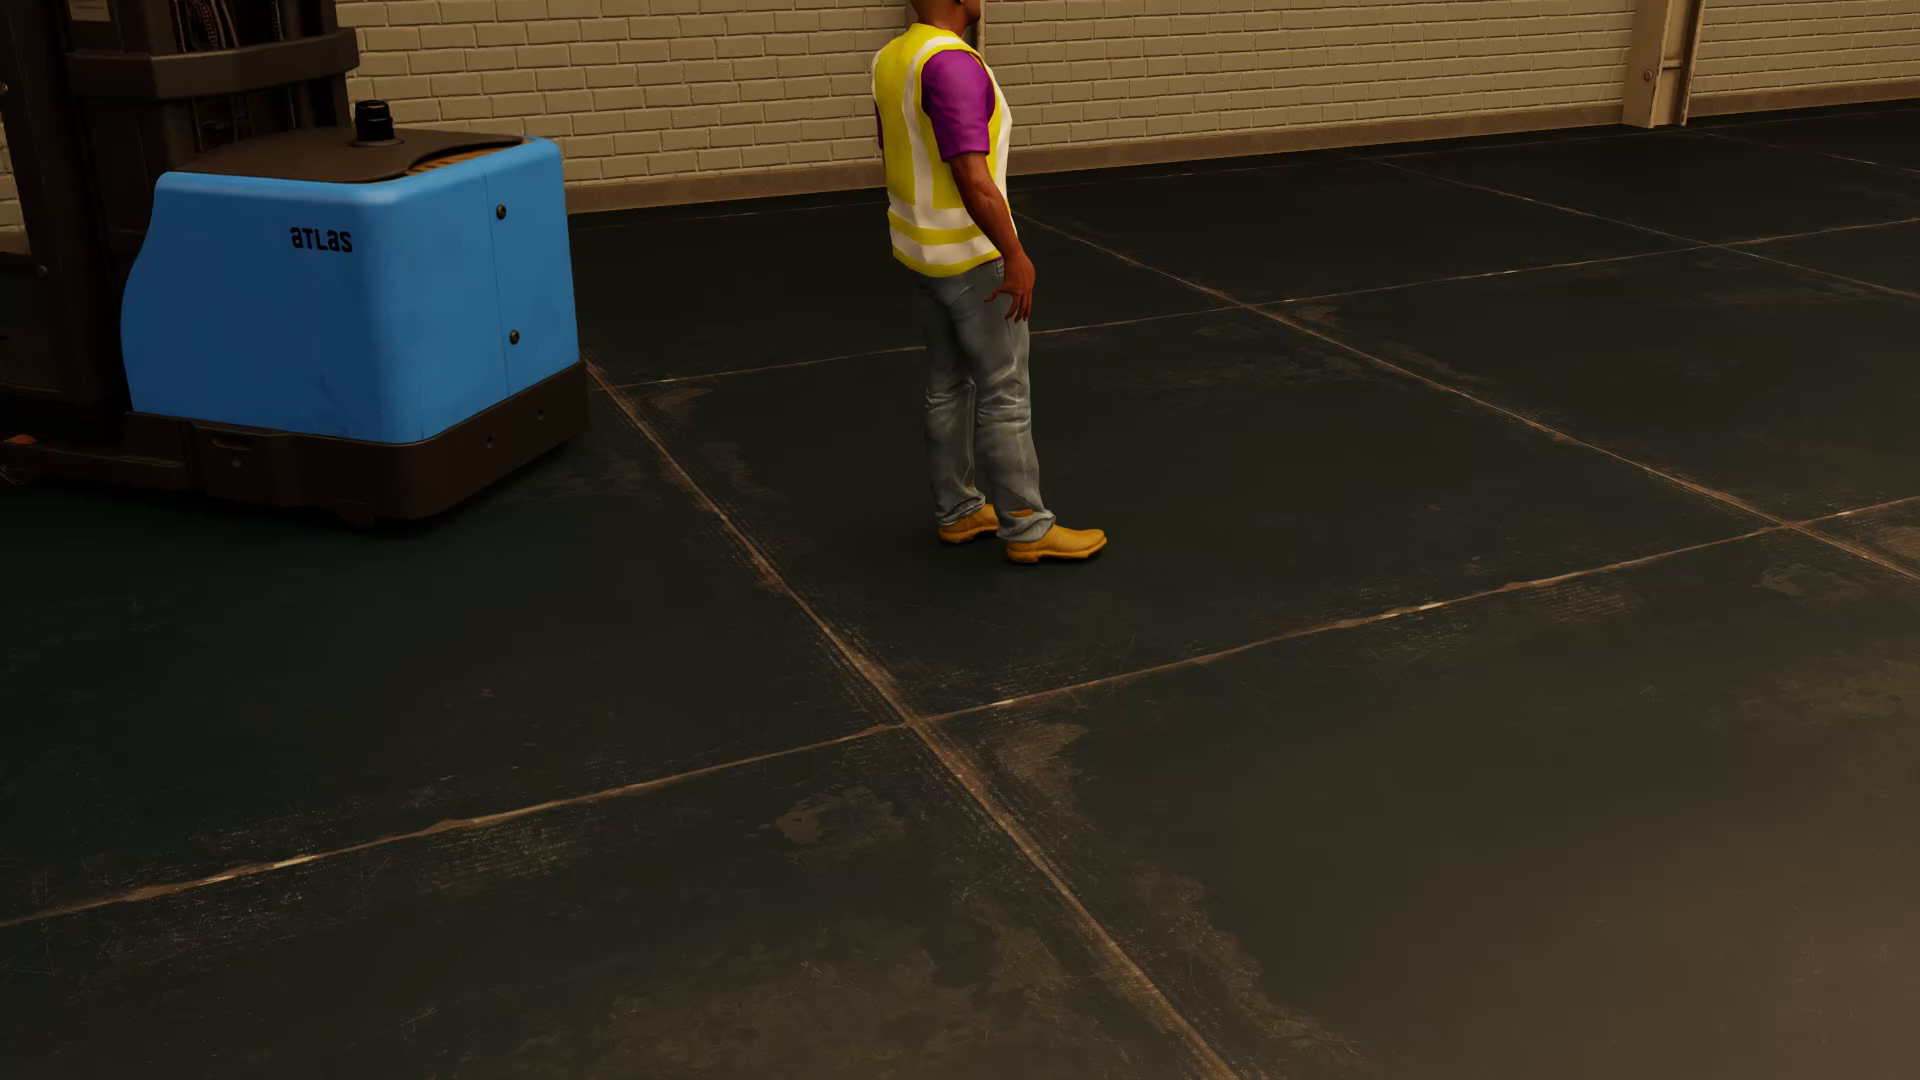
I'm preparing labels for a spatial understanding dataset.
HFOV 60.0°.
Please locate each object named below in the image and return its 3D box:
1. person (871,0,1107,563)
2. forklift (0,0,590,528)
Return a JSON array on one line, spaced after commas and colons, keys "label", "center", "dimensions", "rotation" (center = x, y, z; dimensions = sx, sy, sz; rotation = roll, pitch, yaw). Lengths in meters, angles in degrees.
[{"label": "person", "center": [0.066, -0.832, 4.789], "dimensions": [0.575, 1.768, 0.666], "rotation": [-10, 25, -23]}, {"label": "forklift", "center": [-2.886, -1.717, 5.420], "dimensions": [3.031, 2.935, 1.130], "rotation": [8, 24, 18]}]
